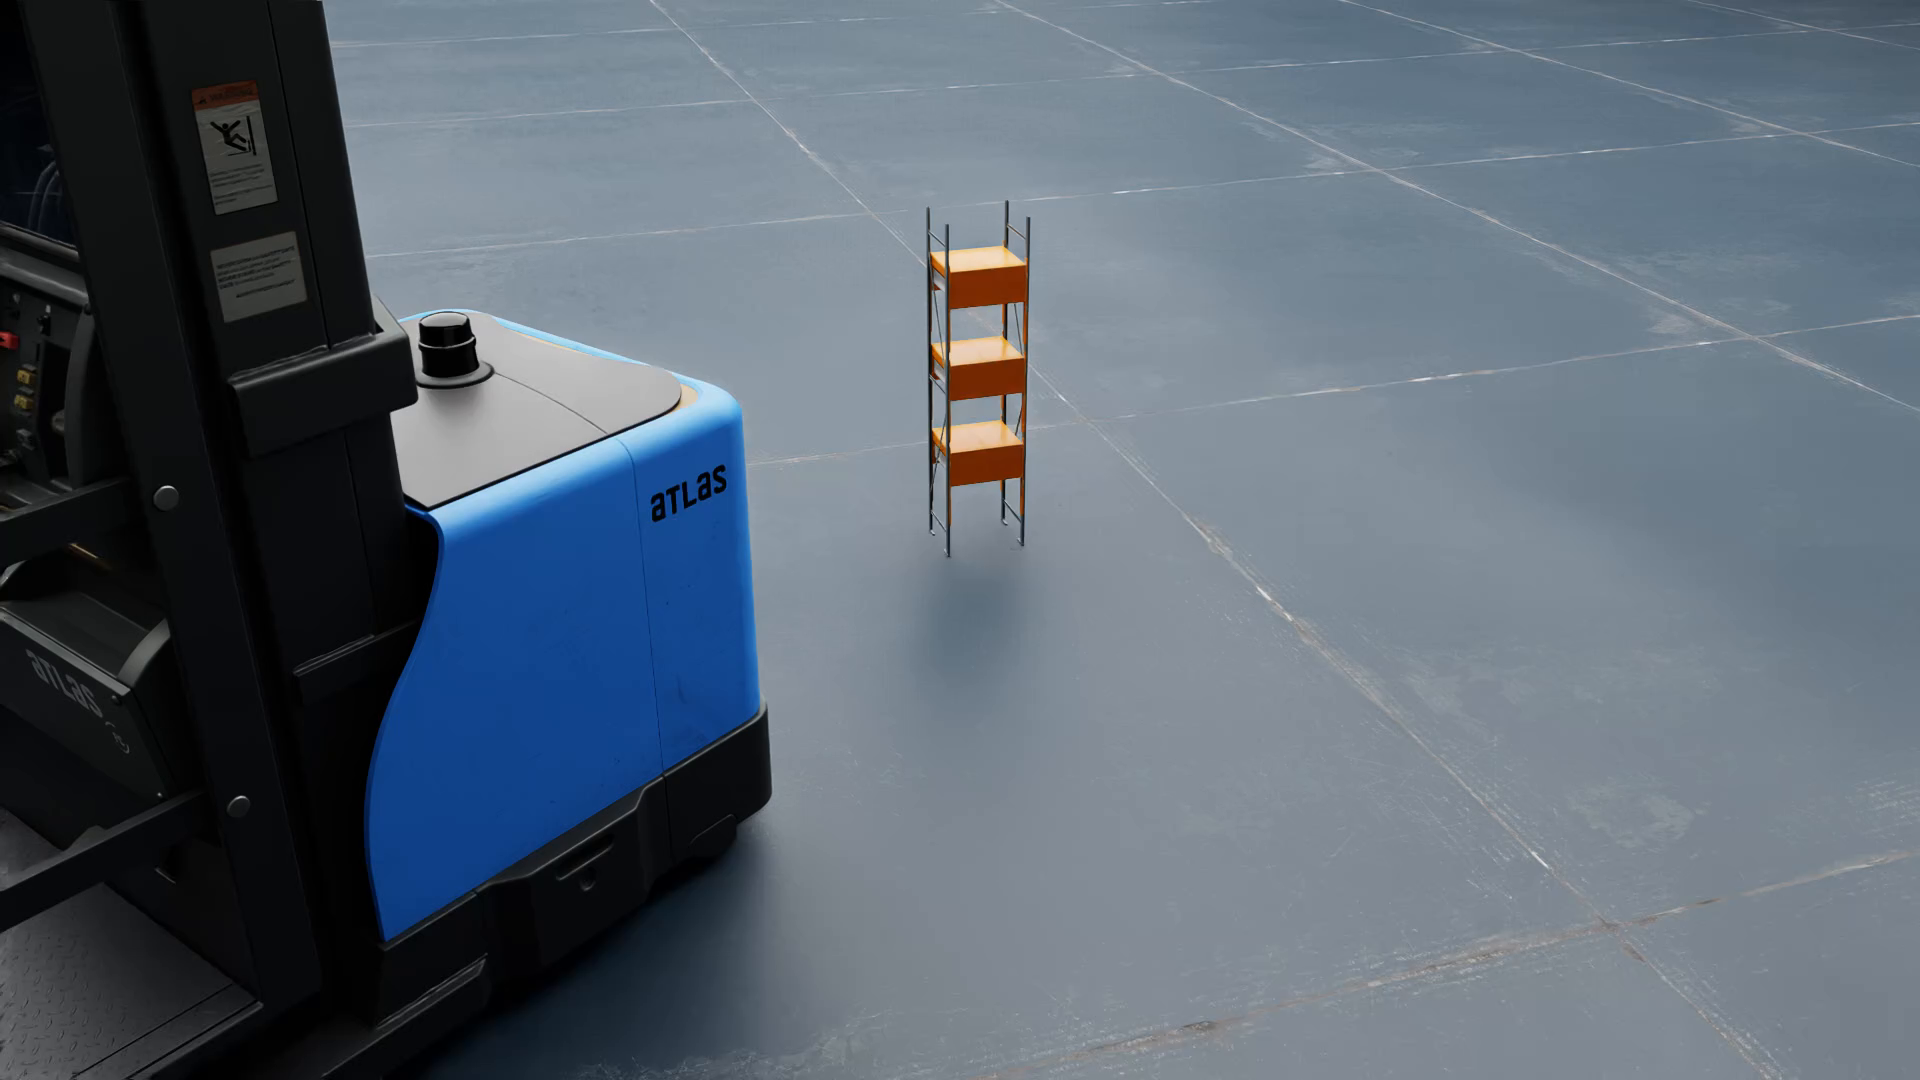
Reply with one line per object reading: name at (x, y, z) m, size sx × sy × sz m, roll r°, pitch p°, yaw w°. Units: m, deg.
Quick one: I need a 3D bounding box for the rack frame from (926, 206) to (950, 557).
rack frame at (-0.065, -0.461, 4.998) m, size 0.008 × 1.050 × 0.200 m, roll -8°, pitch 28°, yaw -16°

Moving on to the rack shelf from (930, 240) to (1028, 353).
rack shelf at (0.051, -0.722, 4.910) m, size 0.240 × 0.259 × 0.215 m, roll -8°, pitch 28°, yaw -16°

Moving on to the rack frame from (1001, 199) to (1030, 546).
rack frame at (0.167, -0.494, 5.065) m, size 0.008 × 1.050 × 0.200 m, roll -8°, pitch 28°, yaw -16°

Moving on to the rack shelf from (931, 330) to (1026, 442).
rack shelf at (0.051, -0.468, 5.036) m, size 0.240 × 0.259 × 0.215 m, roll -8°, pitch 28°, yaw -16°

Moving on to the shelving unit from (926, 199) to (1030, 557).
shelving unit at (0.051, -0.478, 5.031) m, size 0.252 × 1.050 × 0.215 m, roll -8°, pitch 28°, yaw -16°

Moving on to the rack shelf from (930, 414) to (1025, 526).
rack shelf at (0.051, -0.219, 5.160) m, size 0.240 × 0.259 × 0.215 m, roll -8°, pitch 28°, yaw -16°

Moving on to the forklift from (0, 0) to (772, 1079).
forklift at (-1.738, -0.273, 2.504) m, size 1.130 × 2.935 × 3.031 m, roll 19°, pitch 32°, yaw 33°
